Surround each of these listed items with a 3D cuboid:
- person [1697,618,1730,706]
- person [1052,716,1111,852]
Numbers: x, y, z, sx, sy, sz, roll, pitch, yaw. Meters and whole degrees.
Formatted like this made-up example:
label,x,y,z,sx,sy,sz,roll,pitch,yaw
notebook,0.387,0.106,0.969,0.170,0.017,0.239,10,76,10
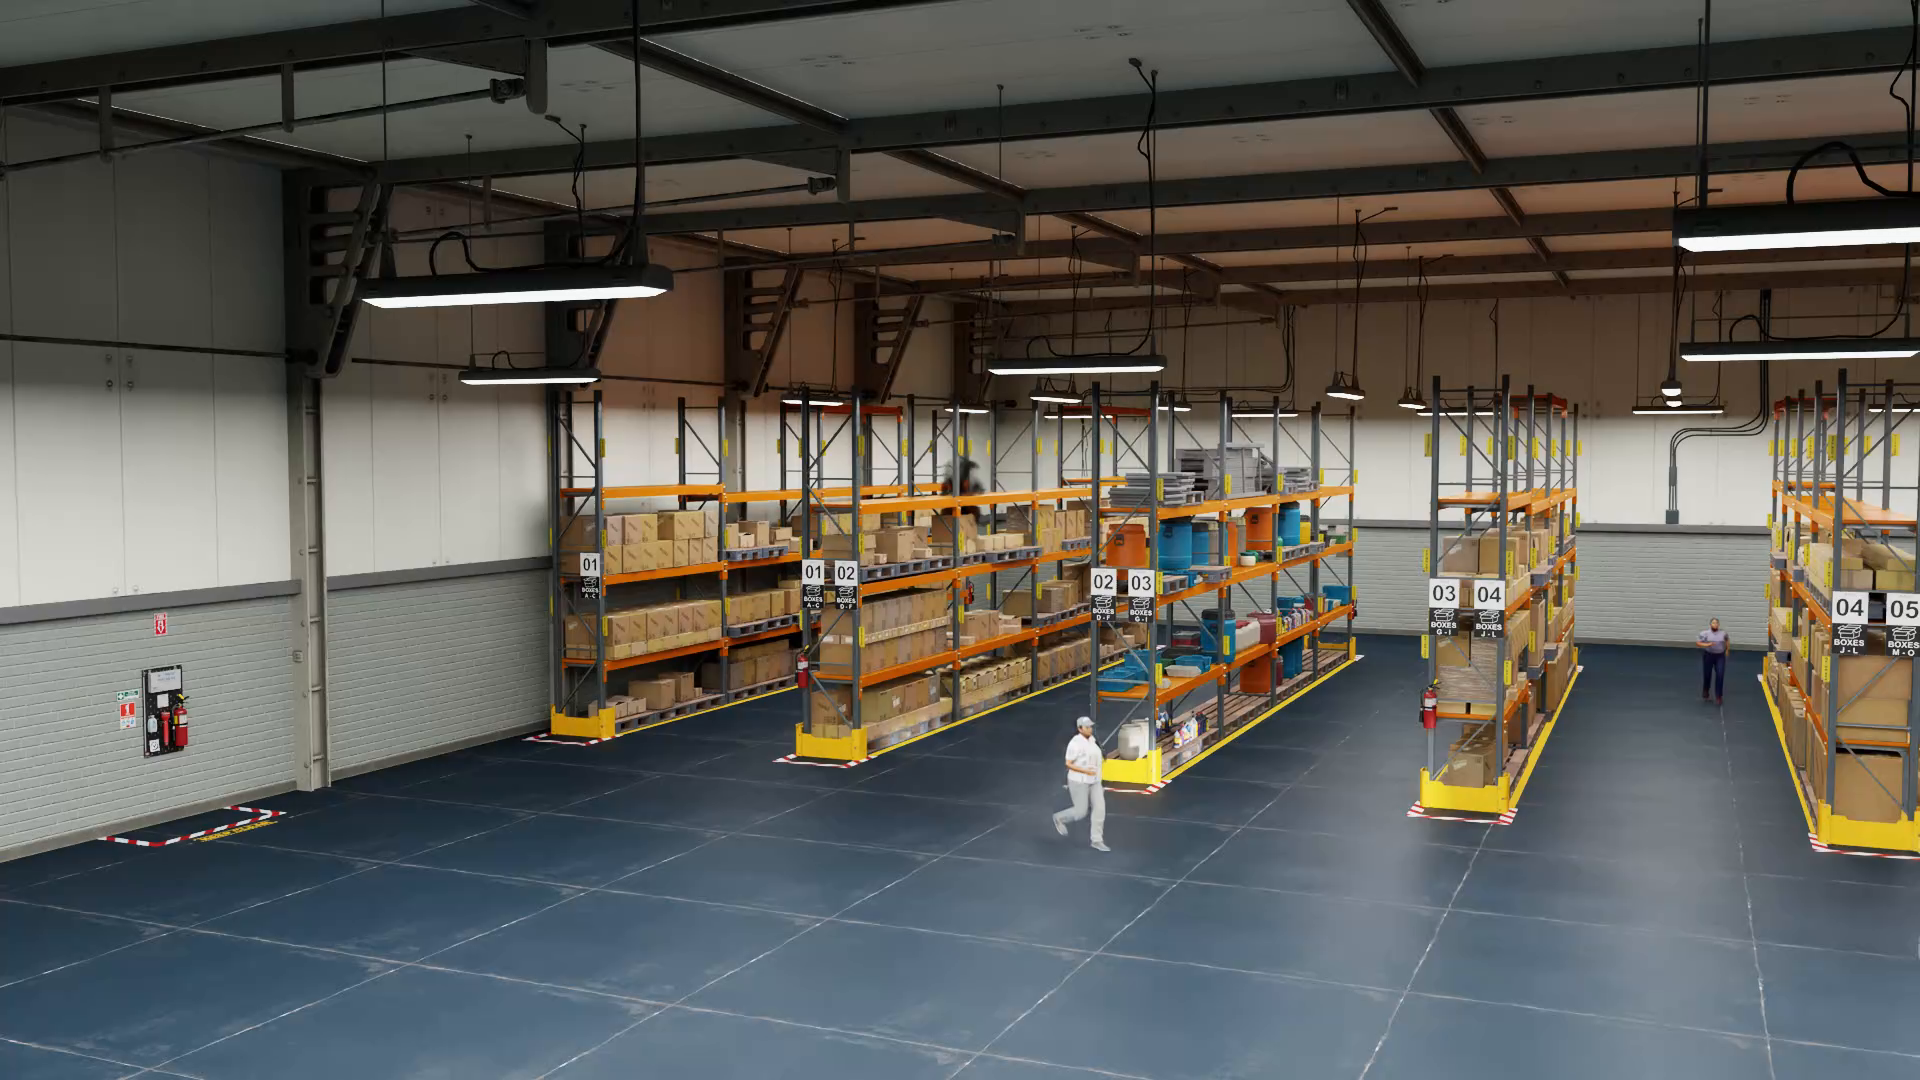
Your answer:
label,x,y,z,sx,sy,sz,roll,pitch,yaw
person,14.805,2.359,32.689,0.632,1.676,0.870,1,3,16
person,1.546,3.037,20.823,0.607,1.649,0.849,-3,4,-45
